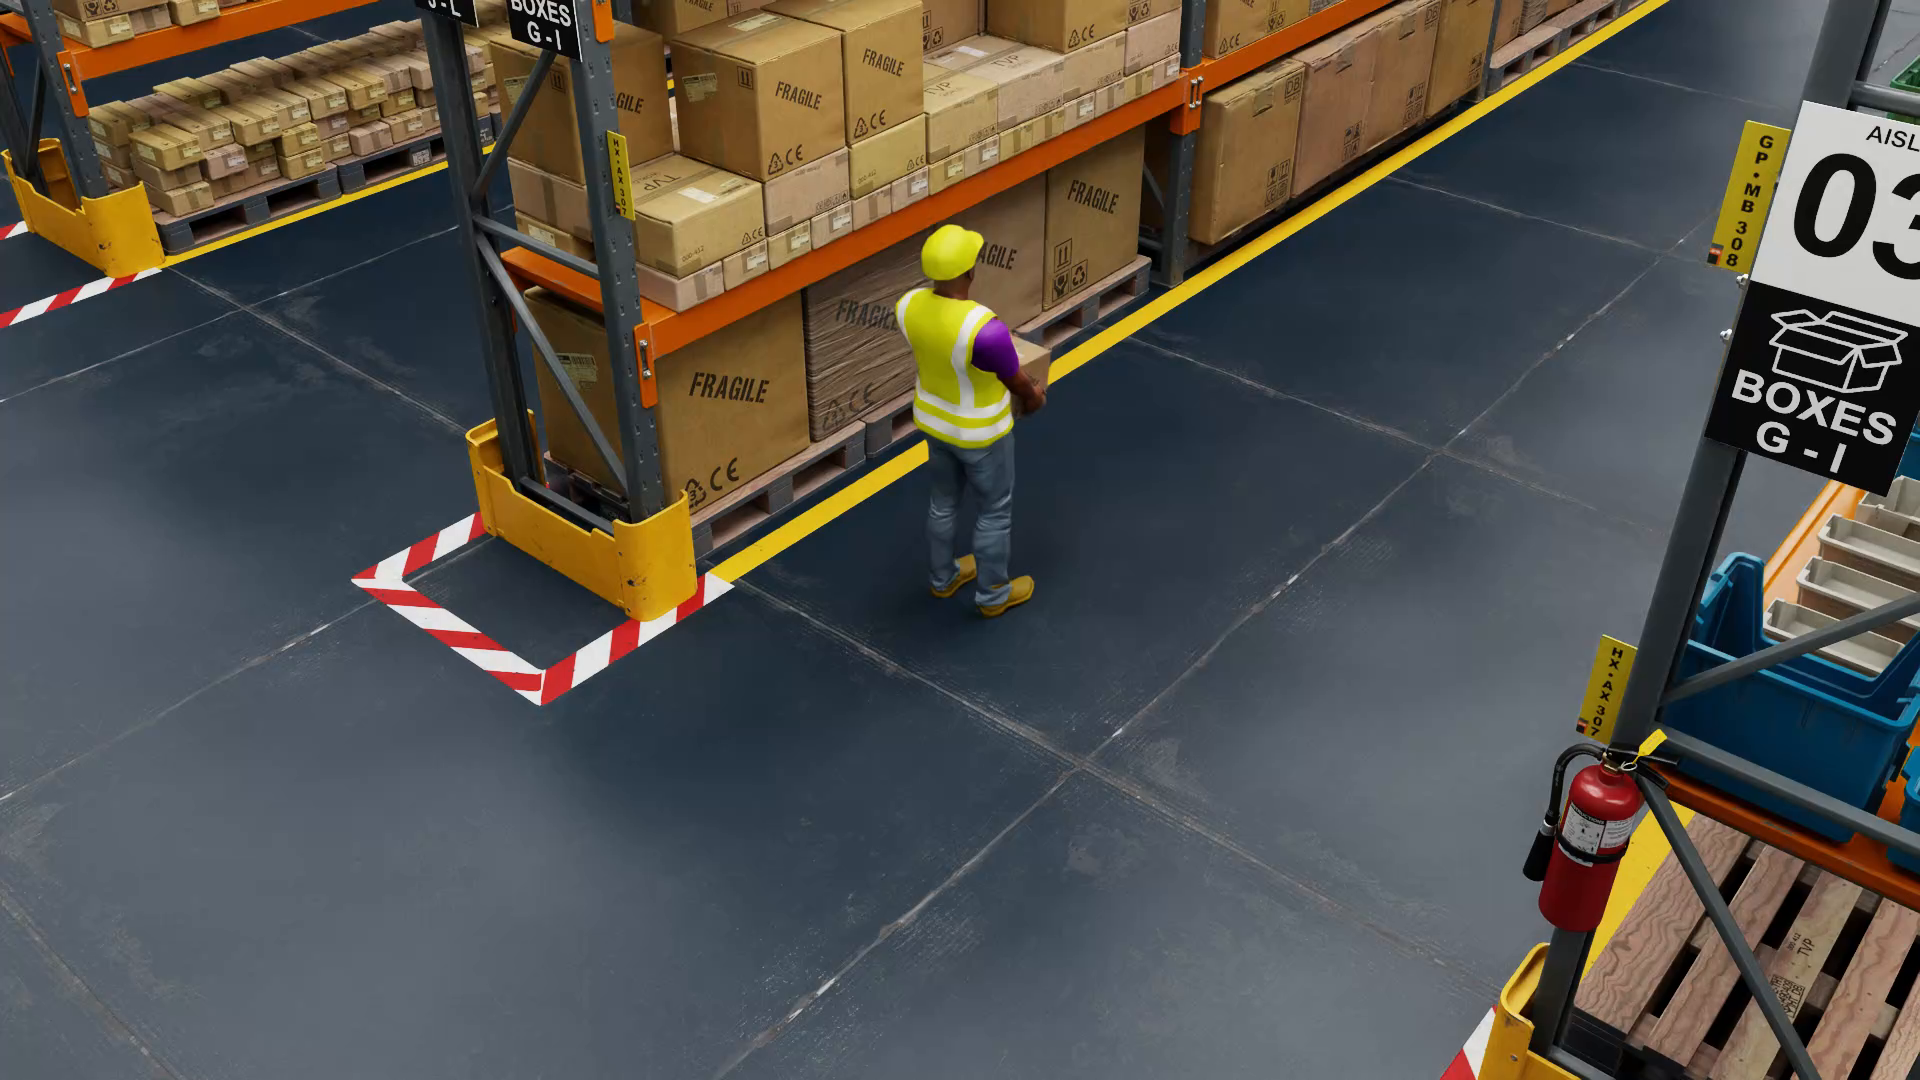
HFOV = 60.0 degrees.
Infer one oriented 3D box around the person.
[{"bbox_3d":[0.064,-0.514,6.860,0.520,1.771,0.566,25,42,32],"label":"person"}]
